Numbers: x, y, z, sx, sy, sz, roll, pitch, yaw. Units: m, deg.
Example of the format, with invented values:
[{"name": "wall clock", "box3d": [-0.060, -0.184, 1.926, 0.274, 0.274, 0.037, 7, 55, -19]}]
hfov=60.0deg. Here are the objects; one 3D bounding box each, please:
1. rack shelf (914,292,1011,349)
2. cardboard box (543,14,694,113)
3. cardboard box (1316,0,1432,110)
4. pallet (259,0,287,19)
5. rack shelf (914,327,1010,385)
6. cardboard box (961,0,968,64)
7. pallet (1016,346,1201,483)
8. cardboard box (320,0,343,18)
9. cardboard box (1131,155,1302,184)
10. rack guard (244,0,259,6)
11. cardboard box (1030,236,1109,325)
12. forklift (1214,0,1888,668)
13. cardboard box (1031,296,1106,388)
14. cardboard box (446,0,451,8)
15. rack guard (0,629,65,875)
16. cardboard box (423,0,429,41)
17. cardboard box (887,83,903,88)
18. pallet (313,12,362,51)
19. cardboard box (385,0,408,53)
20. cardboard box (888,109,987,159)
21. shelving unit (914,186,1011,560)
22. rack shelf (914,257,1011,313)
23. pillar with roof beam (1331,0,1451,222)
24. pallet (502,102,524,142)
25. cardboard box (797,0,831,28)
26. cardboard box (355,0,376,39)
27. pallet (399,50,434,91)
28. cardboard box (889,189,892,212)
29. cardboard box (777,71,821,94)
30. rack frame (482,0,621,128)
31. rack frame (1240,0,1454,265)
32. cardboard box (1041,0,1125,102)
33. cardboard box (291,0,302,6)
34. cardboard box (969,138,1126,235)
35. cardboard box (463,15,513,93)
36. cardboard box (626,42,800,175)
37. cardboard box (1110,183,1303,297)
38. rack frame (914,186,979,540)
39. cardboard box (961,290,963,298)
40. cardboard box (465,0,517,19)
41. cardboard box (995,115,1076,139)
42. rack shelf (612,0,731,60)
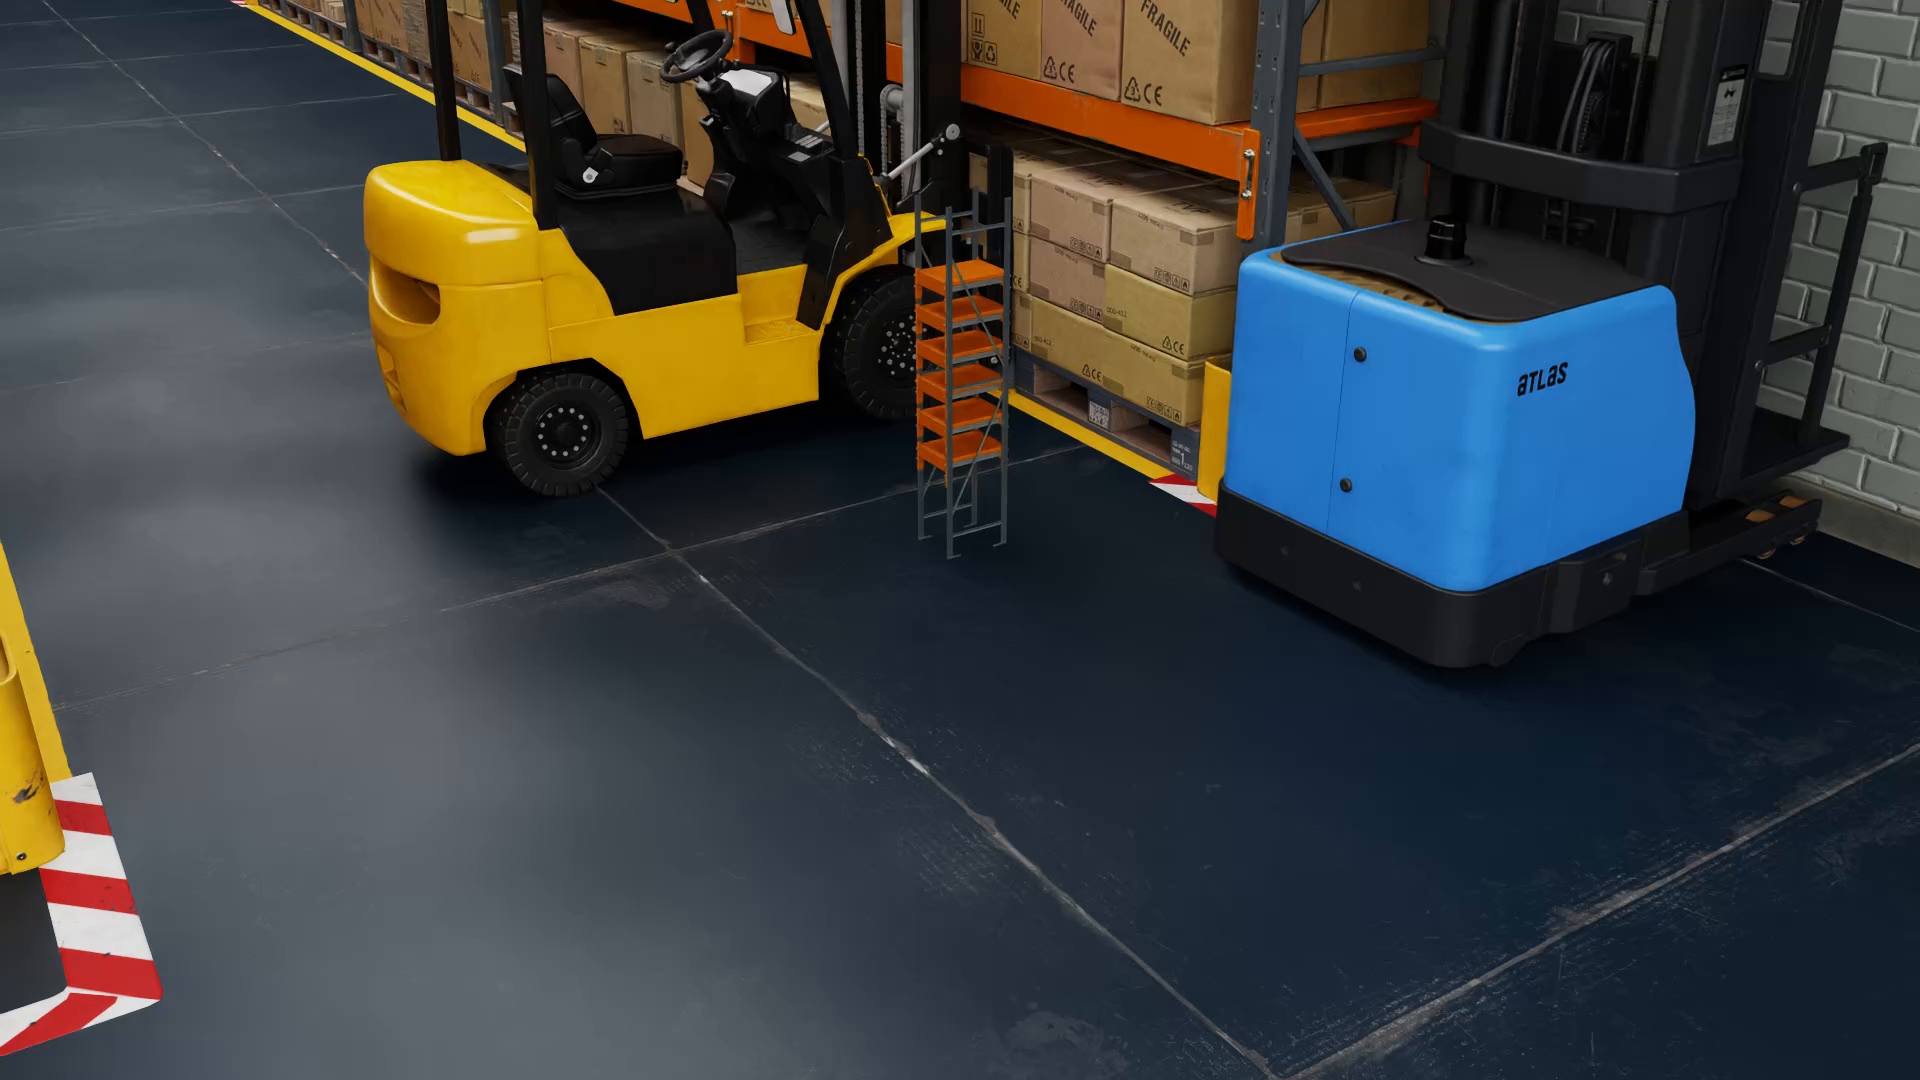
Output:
[{"name": "rack shelf", "box3d": [0.008, -0.714, 5.399, 0.258, 0.103, 0.180, -16, 29, -30]}, {"name": "cardboard box", "box3d": [-2.255, -3.150, 11.199, 0.875, 0.625, 0.625, -14, 29, -28]}, {"name": "cardboard box", "box3d": [1.382, -1.918, 6.182, 0.500, 0.500, 0.500, -14, 29, -28]}, {"name": "pallet", "box3d": [-6.837, -5.780, 17.747, 1.003, 0.211, 1.213, -16, 29, -30]}, {"name": "rack shelf", "box3d": [0.008, -0.606, 5.451, 0.258, 0.103, 0.180, -16, 29, -30]}, {"name": "cardboard box", "box3d": [0.092, -2.339, 7.074, 0.500, 0.500, 0.500, -15, 29, -29]}, {"name": "pallet", "box3d": [0.968, -0.633, 6.844, 1.003, 0.211, 1.213, -16, 29, -30]}, {"name": "cardboard box", "box3d": [-5.876, -5.135, 15.824, 0.396, 0.266, 0.258, -14, 29, -28]}, {"name": "cardboard box", "box3d": [1.040, -1.423, 6.809, 0.500, 0.250, 0.500, -15, 29, -29]}, {"name": "rack guard", "box3d": [-7.273, -6.196, 18.289, 1.175, 0.500, 0.348, -16, 29, -30]}, {"name": "cardboard box", "box3d": [0.628, -1.086, 6.681, 0.500, 0.250, 0.500, -16, 30, -30]}, {"name": "forklift", "box3d": [2.340, -1.428, 5.341, 3.031, 2.935, 1.130, -17, 30, -31]}, {"name": "cardboard box", "box3d": [0.635, -0.852, 6.769, 0.500, 0.250, 0.500, -16, 29, -30]}, {"name": "cardboard box", "box3d": [-3.711, -4.157, 12.719, 0.380, 0.149, 0.250, -17, 30, -31]}, {"name": "rack guard", "box3d": [-2.778, 0.631, 3.828, 1.175, 0.500, 0.348, -16, 29, -30]}, {"name": "cardboard box", "box3d": [-3.910, -4.021, 13.190, 0.500, 0.500, 0.500, -14, 29, -27]}, {"name": "cardboard box", "box3d": [-0.044, -2.151, 8.351, 0.500, 0.250, 0.500, -16, 30, -30]}, {"name": "pallet", "box3d": [-5.505, -4.908, 15.899, 1.003, 0.211, 1.213, -16, 29, -30]}, {"name": "cardboard box", "box3d": [-4.487, -4.389, 13.970, 0.500, 0.500, 0.500, -17, 30, -31]}, {"name": "cardboard box", "box3d": [-0.210, -1.853, 7.720, 0.500, 0.250, 0.500, -14, 29, -28]}, {"name": "shelving unit", "box3d": [0.008, -0.537, 5.483, 0.258, 1.200, 0.189, -16, 29, -30]}, {"name": "rack shelf", "box3d": [0.008, -0.823, 5.348, 0.258, 0.103, 0.180, -16, 29, -30]}, {"name": "pillar with roof beam", "box3d": [-1.812, -3.799, 3.257, 9.100, 9.000, 0.400, -16, 29, -30]}, {"name": "pallet", "box3d": [-2.530, -2.928, 11.704, 1.003, 0.211, 1.213, -16, 29, -30]}, {"name": "cardboard box", "box3d": [-0.442, -2.705, 7.848, 0.500, 0.500, 0.500, -15, 29, -29]}, {"name": "cardboard box", "box3d": [-5.055, -4.757, 14.749, 0.500, 0.500, 0.500, -14, 29, -27]}, {"name": "pallet", "box3d": [-3.985, -3.943, 13.855, 1.003, 0.211, 1.213, -16, 29, -30]}, {"name": "cardboard box", "box3d": [-0.217, -1.627, 7.826, 0.500, 0.250, 0.500, -16, 30, -30]}, {"name": "cardboard box", "box3d": [-0.762, -2.214, 8.484, 0.500, 0.250, 0.500, -16, 30, -30]}, {"name": "rack frame", "box3d": [-2.947, -4.492, 11.752, 1.000, 3.000, 0.127, -16, 29, -30]}, {"name": "rack frame", "box3d": [1.420, -1.631, 5.690, 1.000, 3.000, 0.127, -16, 29, -30]}, {"name": "cardboard box", "box3d": [0.656, -1.978, 6.310, 0.500, 0.500, 0.500, -15, 29, -28]}, {"name": "cardboard box", "box3d": [-6.421, -5.645, 16.630, 0.500, 0.500, 0.500, -15, 29, -29]}, {"name": "cardboard box", "box3d": [0.340, -1.481, 6.931, 0.500, 0.250, 0.500, -15, 29, -29]}, {"name": "cardboard box", "box3d": [-3.358, -3.653, 12.410, 0.500, 0.500, 0.500, -15, 29, -28]}, {"name": "cardboard box", "box3d": [-1.475, -2.641, 10.120, 0.875, 0.625, 0.625, -16, 30, -30]}, {"name": "cardboard box", "box3d": [0.907, -1.121, 6.169, 0.500, 0.250, 0.500, -14, 29, -28]}, {"name": "rack frame", "box3d": [-0.042, -0.570, 5.552, 0.240, 1.200, 0.006, -16, 29, -30]}, {"name": "cardboard box", "box3d": [0.067, -1.213, 7.535, 0.500, 0.250, 0.500, -15, 29, -28]}, {"name": "cardboard box", "box3d": [-3.429, -3.963, 12.306, 0.380, 0.149, 0.250, -17, 30, -32]}, {"name": "cardboard box", "box3d": [0.503, -1.789, 7.585, 0.500, 0.250, 0.500, -16, 30, -31]}, {"name": "rack shelf", "box3d": [-1.855, -3.451, 10.390, 1.077, 0.370, 4.000, -16, 29, -30]}]
